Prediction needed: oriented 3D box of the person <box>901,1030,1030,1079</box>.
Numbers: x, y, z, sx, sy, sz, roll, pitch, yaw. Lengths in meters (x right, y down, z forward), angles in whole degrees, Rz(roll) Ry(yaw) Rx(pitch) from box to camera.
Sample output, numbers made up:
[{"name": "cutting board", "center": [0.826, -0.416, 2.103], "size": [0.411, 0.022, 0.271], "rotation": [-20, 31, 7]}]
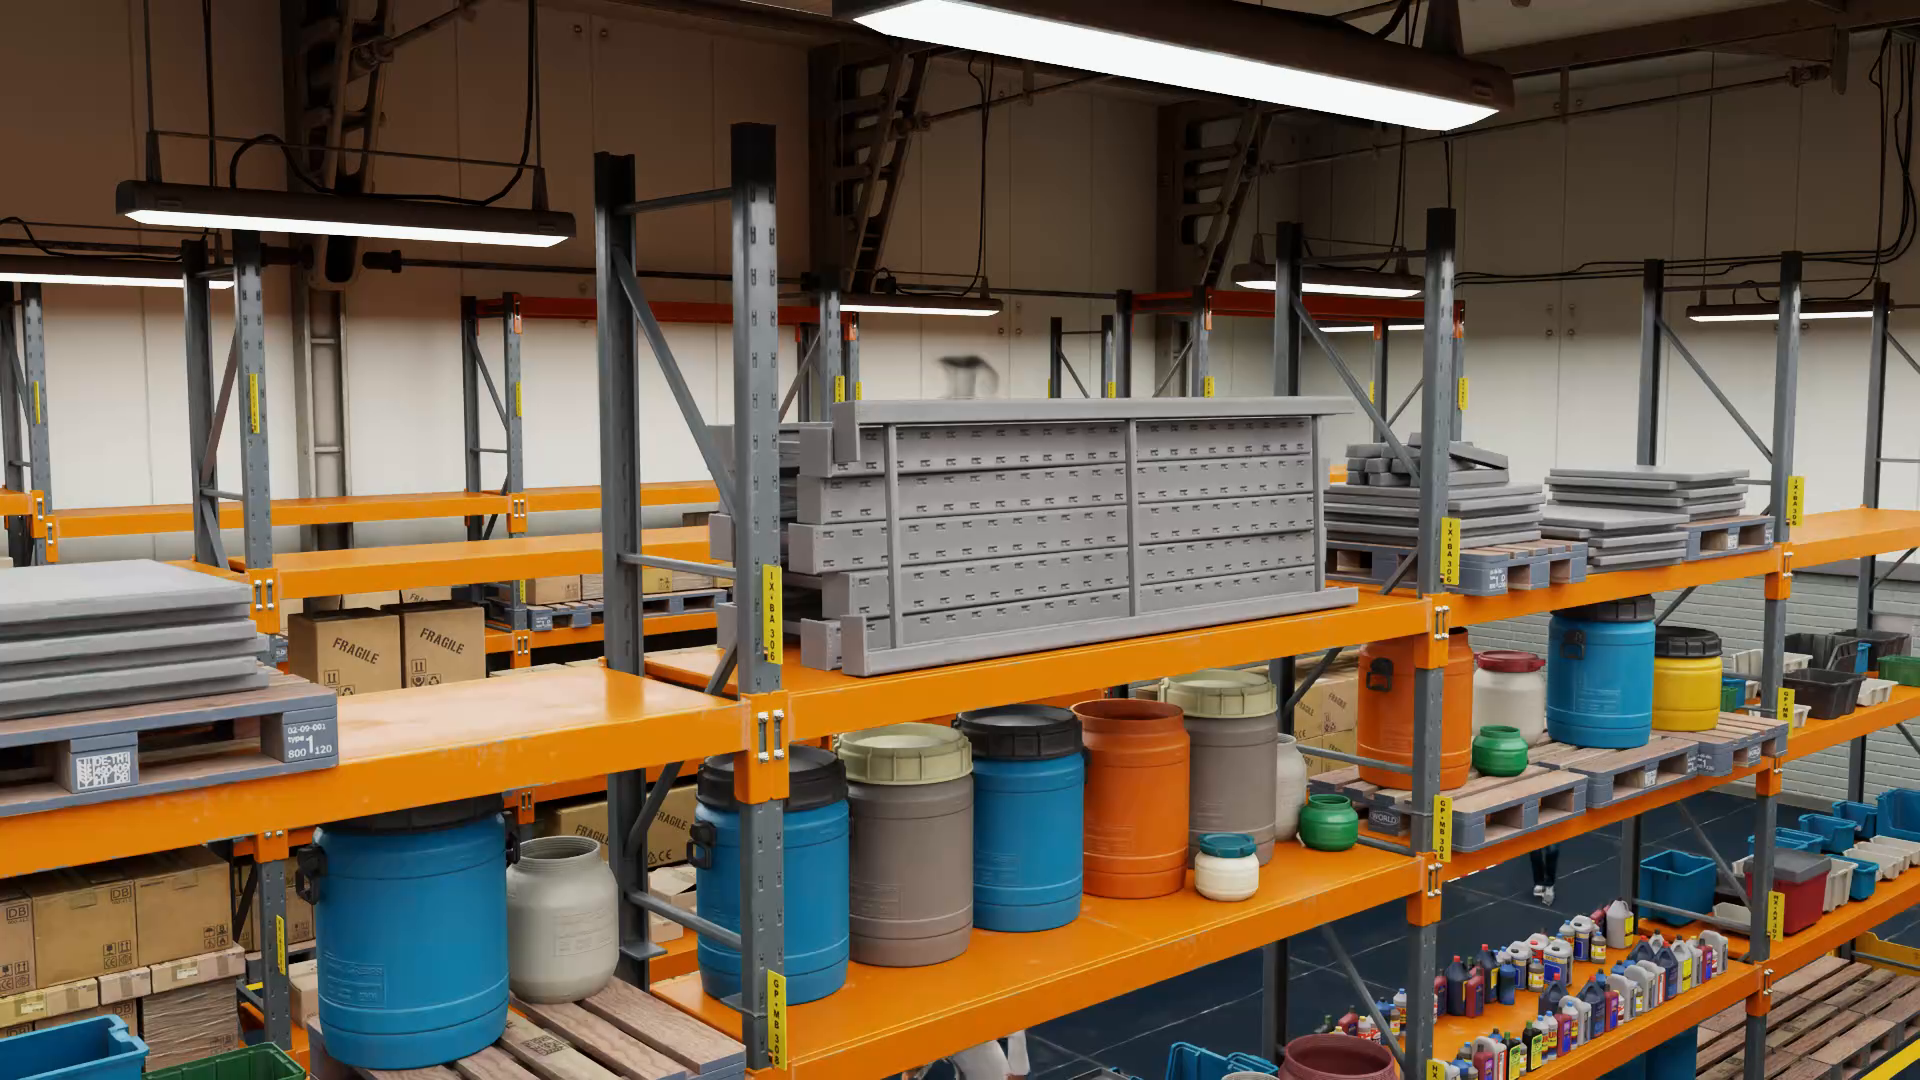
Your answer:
[{"name": "person", "center": [0.081, 3.408, 10.182], "size": [0.918, 1.599, 0.740], "rotation": [-4, 7, -34]}]

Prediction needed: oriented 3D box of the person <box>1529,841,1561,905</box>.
[{"name": "person", "center": [5.793, 2.814, 16.535], "size": [0.553, 1.575, 0.598], "rotation": [2, 6, 21]}]
